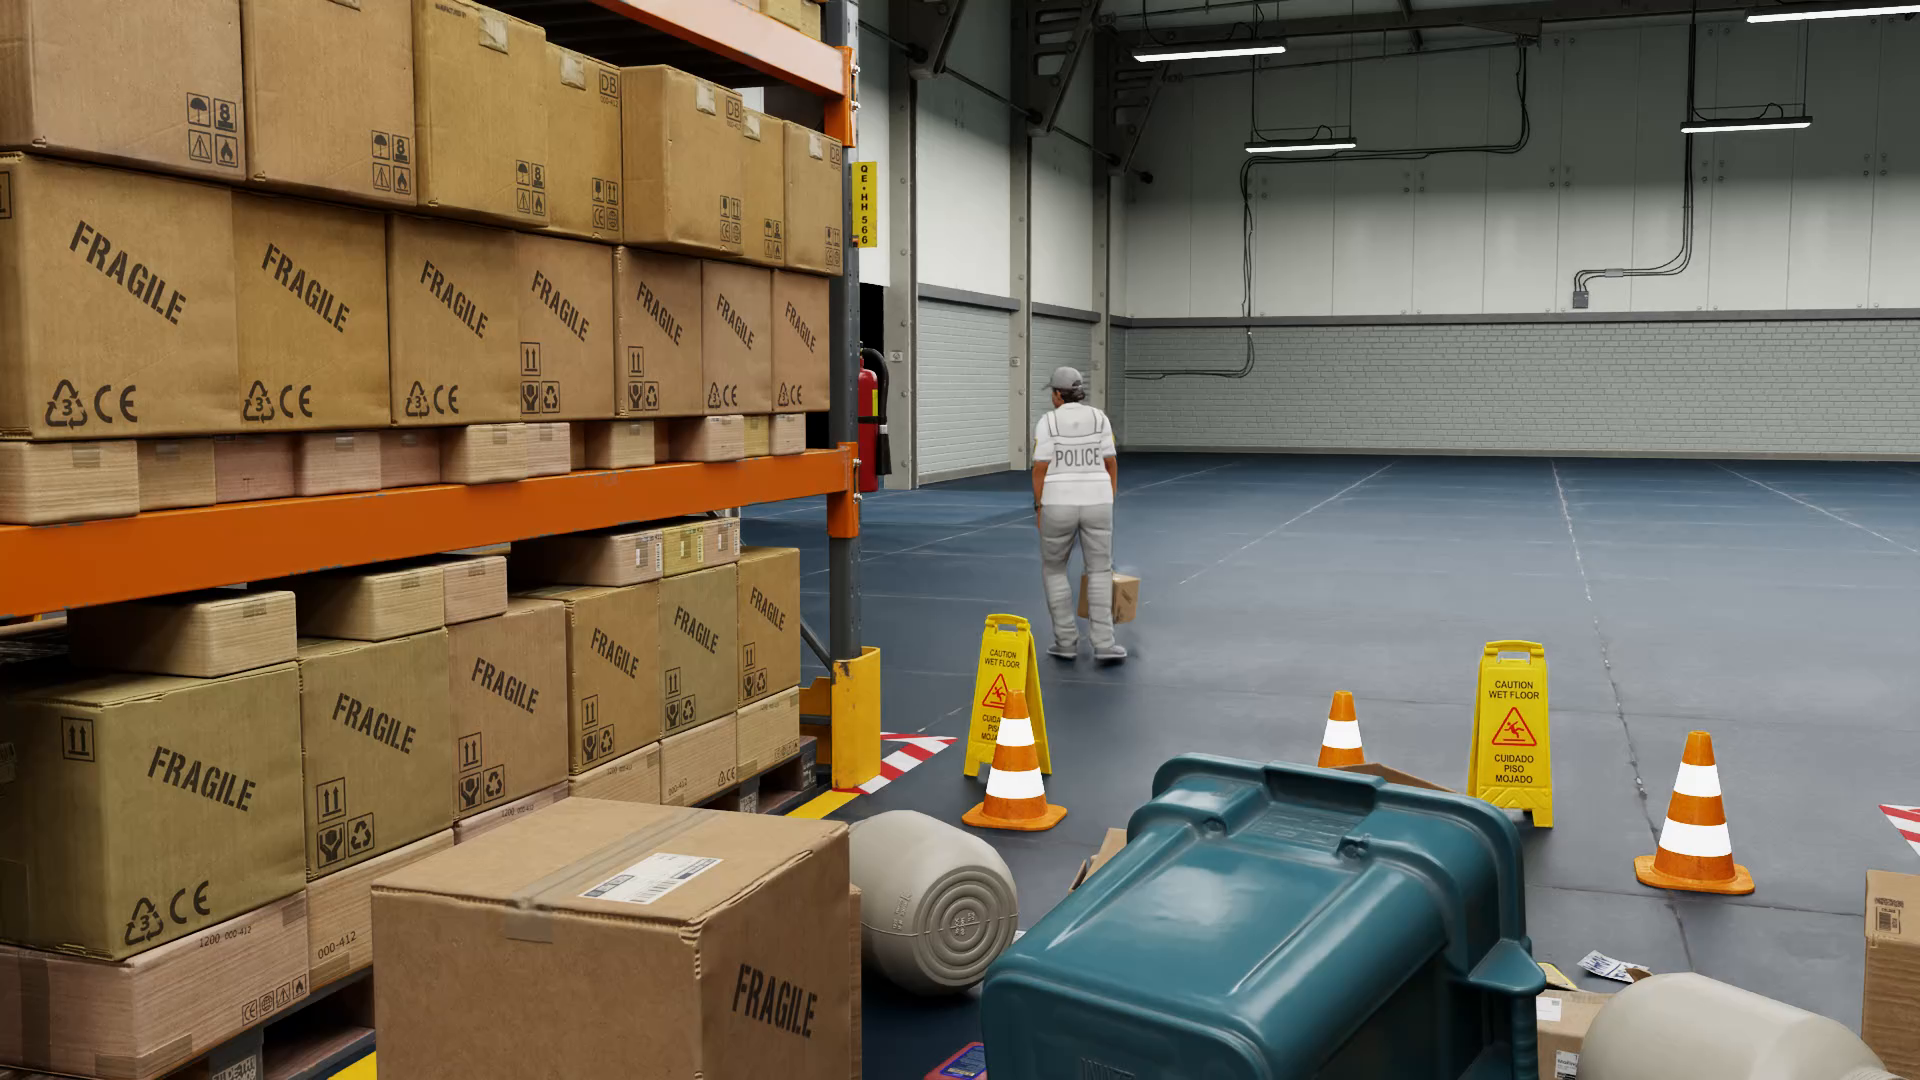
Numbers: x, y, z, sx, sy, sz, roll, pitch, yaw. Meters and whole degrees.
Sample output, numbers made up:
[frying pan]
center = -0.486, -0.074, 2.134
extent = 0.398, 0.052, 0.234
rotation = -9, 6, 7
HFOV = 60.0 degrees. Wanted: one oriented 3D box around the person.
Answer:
[person]
center = 0.666, -0.147, 9.347
extent = 0.531, 1.649, 0.552
rotation = -1, 5, -8
